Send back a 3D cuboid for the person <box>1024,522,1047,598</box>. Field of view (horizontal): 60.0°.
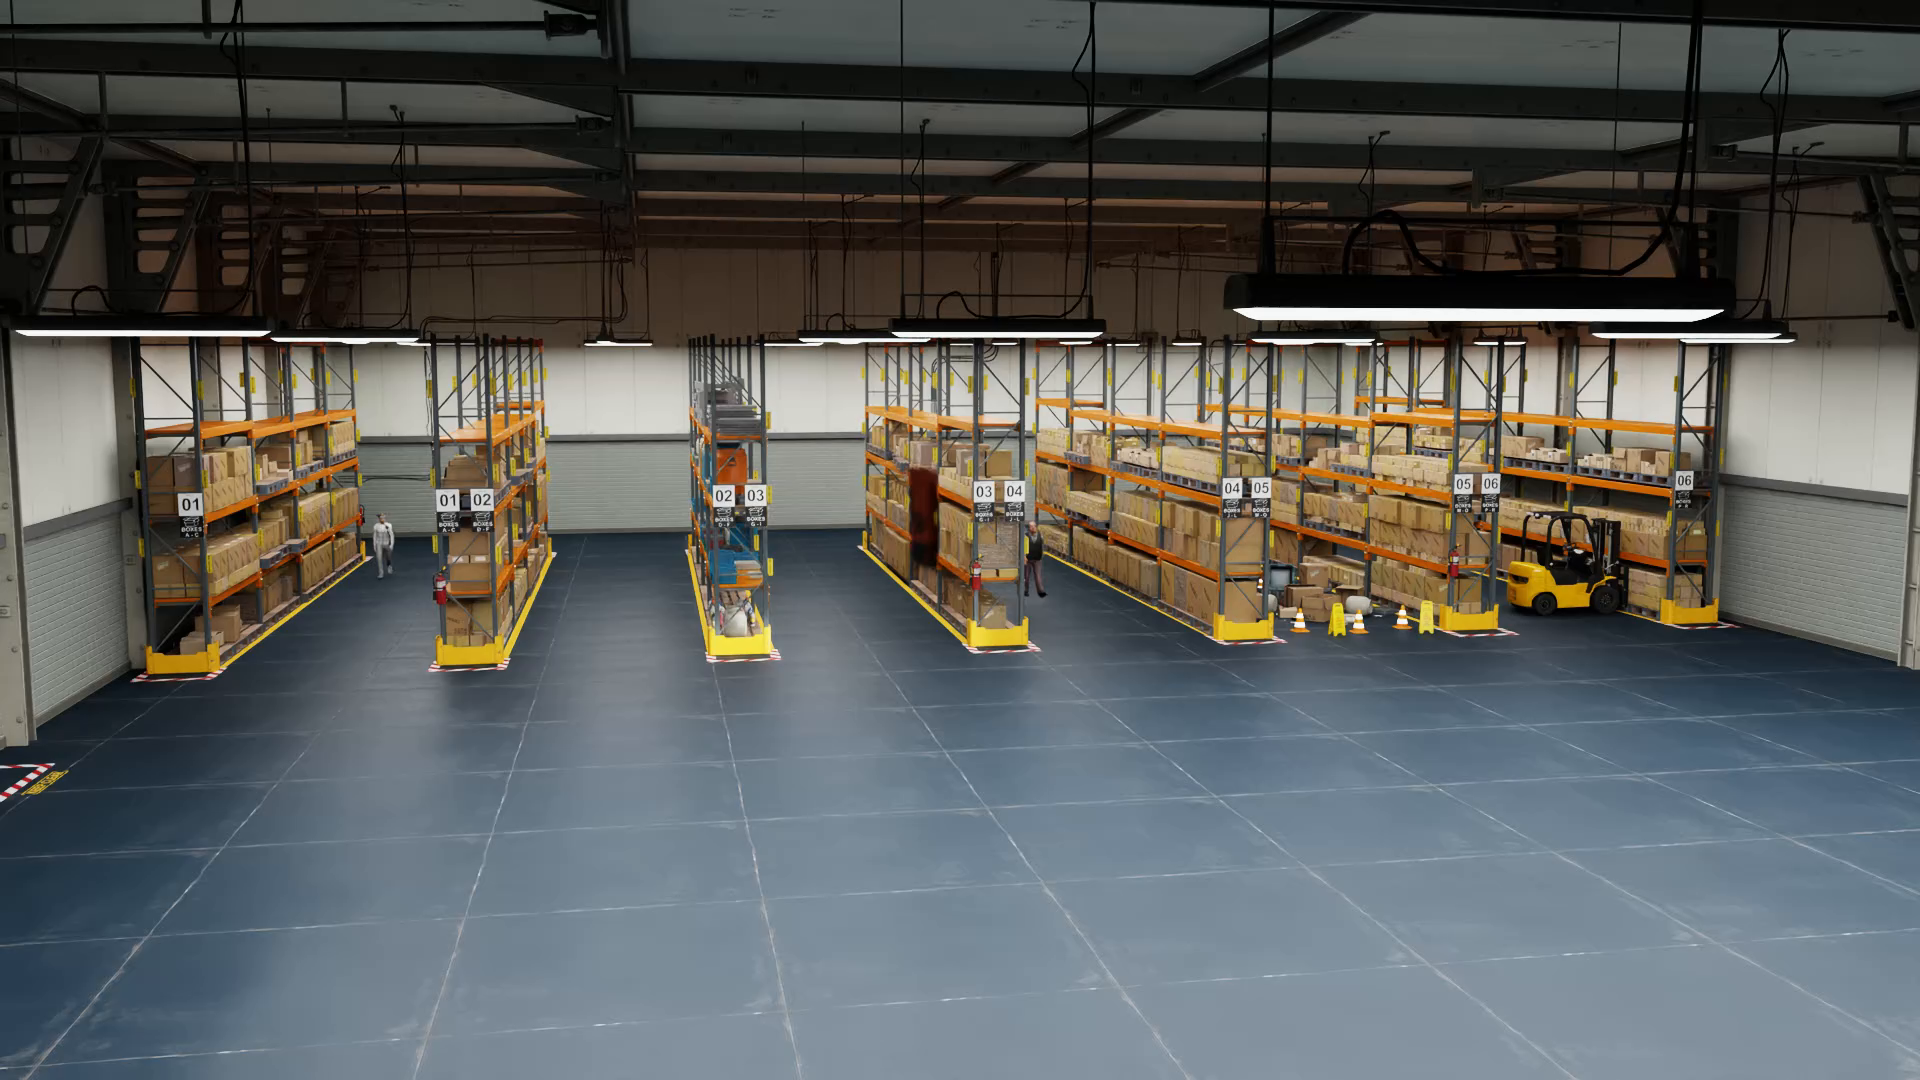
[{"bbox_3d":[1.586,0.481,36.162,0.551,1.580,1.040,-1,7,-6],"label":"person"}]

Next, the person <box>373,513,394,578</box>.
[{"bbox_3d":[-14.511,0.104,41.878,0.490,1.627,0.871,-2,7,-14],"label":"person"}]

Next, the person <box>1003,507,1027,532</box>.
[{"bbox_3d":[1.575,-0.916,50.395,0.964,1.740,0.515,-2,7,-17],"label":"person"}]
